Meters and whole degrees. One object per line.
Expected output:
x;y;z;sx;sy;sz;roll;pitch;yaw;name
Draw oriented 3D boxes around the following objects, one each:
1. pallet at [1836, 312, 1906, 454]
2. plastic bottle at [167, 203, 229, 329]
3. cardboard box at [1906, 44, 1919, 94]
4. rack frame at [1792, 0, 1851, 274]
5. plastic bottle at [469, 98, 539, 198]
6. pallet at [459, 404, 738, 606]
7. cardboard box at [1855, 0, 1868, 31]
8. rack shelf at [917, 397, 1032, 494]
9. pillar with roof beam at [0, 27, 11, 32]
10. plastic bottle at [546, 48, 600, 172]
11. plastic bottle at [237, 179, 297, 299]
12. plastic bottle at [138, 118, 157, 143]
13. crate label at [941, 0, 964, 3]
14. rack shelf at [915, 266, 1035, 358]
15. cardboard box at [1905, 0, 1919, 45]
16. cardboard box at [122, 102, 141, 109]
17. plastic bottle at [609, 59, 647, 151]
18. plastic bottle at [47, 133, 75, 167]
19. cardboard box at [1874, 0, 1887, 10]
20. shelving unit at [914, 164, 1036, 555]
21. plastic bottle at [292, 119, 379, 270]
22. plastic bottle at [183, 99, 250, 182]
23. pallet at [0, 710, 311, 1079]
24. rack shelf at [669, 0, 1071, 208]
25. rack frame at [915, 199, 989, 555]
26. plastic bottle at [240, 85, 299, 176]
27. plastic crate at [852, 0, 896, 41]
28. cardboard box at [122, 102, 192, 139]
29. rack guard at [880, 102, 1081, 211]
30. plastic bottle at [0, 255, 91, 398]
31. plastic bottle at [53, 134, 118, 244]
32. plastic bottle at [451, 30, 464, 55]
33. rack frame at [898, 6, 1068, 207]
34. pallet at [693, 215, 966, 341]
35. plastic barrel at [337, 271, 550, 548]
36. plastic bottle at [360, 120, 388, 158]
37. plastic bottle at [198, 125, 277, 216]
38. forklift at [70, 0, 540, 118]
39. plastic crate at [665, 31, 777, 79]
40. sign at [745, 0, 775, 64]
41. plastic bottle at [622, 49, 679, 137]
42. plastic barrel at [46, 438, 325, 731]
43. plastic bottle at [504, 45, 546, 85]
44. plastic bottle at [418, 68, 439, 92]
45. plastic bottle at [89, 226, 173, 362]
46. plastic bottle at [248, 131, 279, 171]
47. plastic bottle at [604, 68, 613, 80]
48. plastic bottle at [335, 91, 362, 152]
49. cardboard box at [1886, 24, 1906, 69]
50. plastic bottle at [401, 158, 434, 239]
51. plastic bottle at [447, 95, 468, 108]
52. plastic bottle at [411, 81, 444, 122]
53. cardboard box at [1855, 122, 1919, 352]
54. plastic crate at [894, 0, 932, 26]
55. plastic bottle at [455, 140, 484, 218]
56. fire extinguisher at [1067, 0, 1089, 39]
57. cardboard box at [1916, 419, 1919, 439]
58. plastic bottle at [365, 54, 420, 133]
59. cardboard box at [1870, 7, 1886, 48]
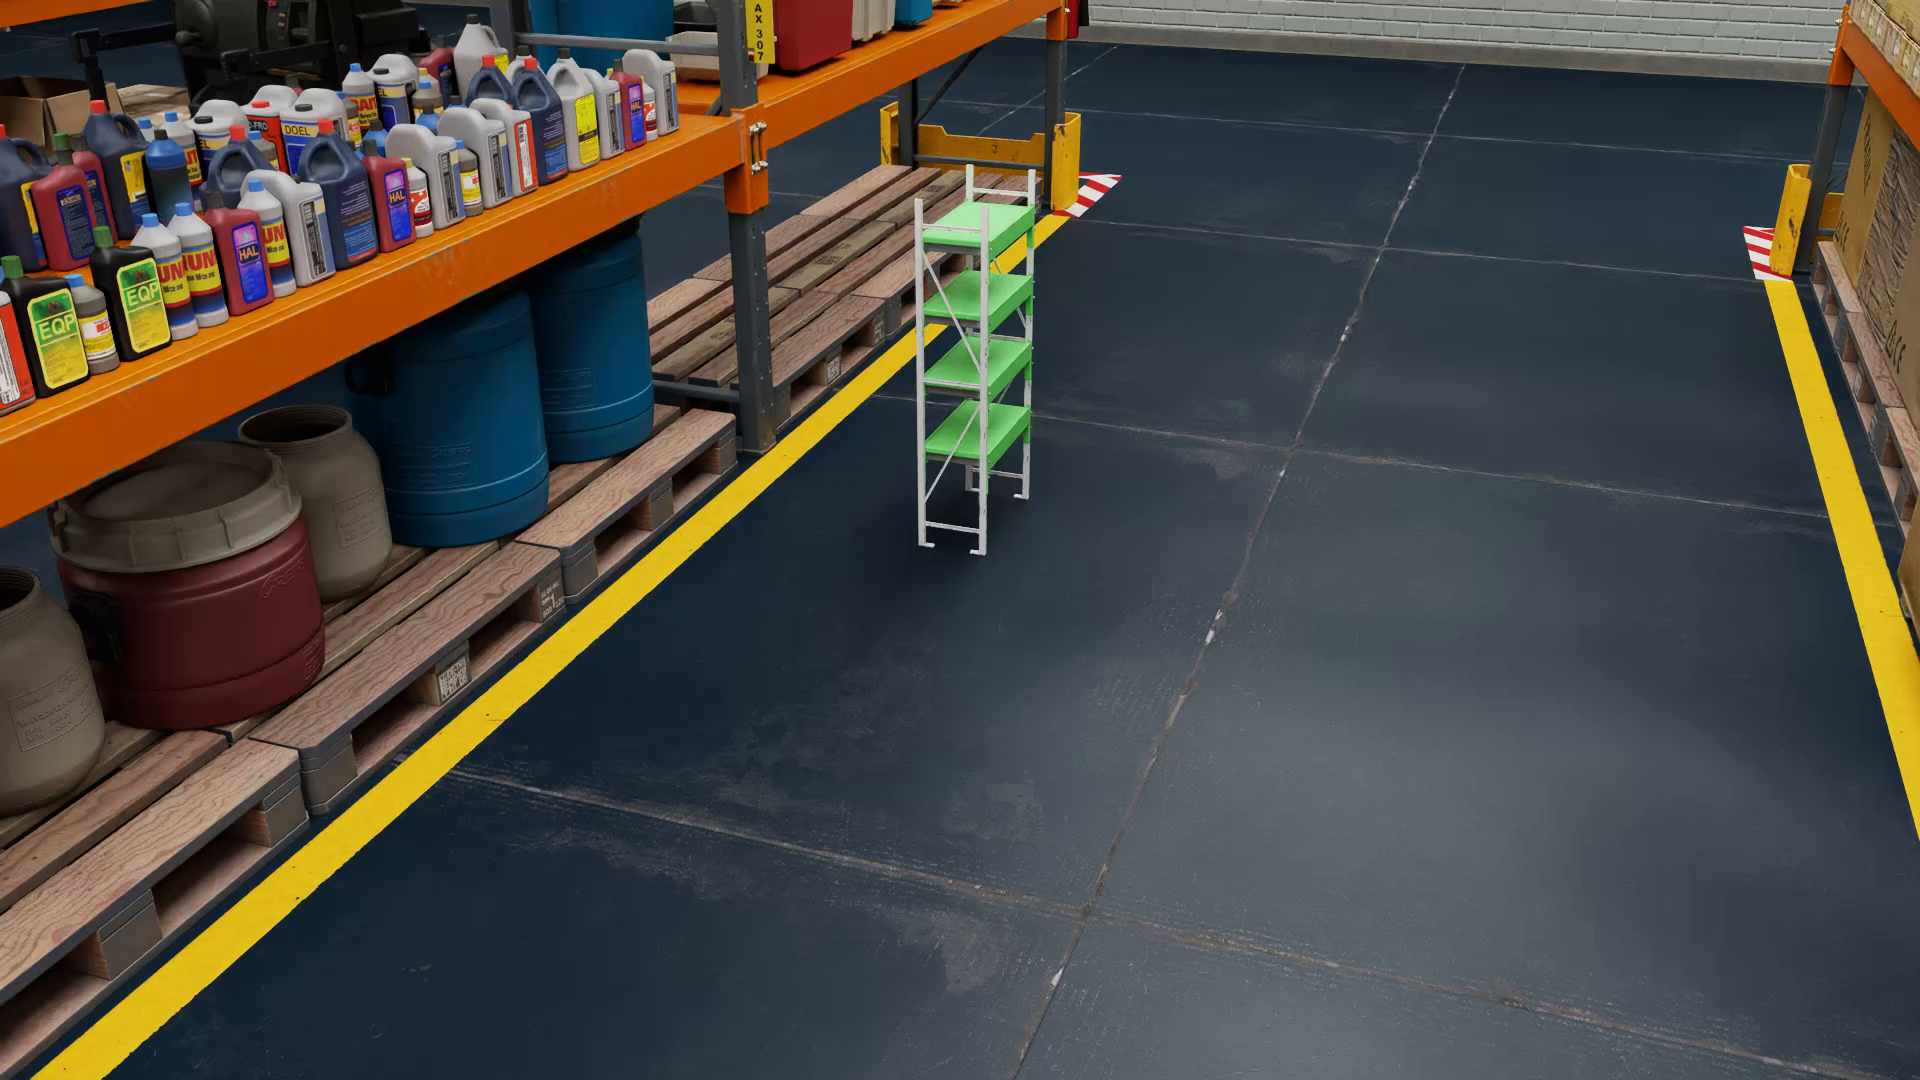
4.192;-0.598;6.744;1.003;0.211;1.213;9;27;17;pallet
-1.720;-0.620;3.737;0.097;0.271;0.097;0;26;0;plastic bottle
3.766;-1.742;6.193;0.380;0.149;0.250;9;27;18;cardboard box
4.792;-2.693;7.870;1.000;3.000;0.127;9;27;17;rack frame
-1.326;-1.146;4.816;0.152;0.276;0.135;9;27;17;plastic bottle
-1.506;-0.201;5.924;1.003;0.211;1.213;9;27;17;pallet
4.279;-2.376;7.504;0.380;0.149;0.250;8;27;17;cardboard box
0.055;-0.335;5.761;0.258;0.148;0.480;9;27;17;rack shelf
-5.079;-8.159;12.275;9.100;9.000;0.400;9;27;17;pillar with roof beam
-1.207;-1.320;5.091;0.144;0.351;0.185;9;27;17;plastic bottle
-1.643;-0.715;3.933;0.097;0.271;0.097;0;26;0;plastic bottle
-2.205;-1.015;4.552;0.097;0.271;0.097;0;26;0;plastic bottle
-0.159;-2.723;8.166;0.396;0.136;0.243;9;27;17;crate label
0.055;-0.767;5.552;0.258;0.148;0.480;9;27;17;rack shelf
3.872;-1.966;6.199;0.500;0.250;0.500;8;27;16;cardboard box
-5.330;-2.498;10.118;0.500;0.250;0.500;9;27;17;cardboard box
-1.070;-1.405;5.343;0.061;0.283;0.133;9;27;17;plastic bottle
-2.322;-0.900;4.300;0.061;0.283;0.133;9;27;17;plastic bottle
4.211;-2.387;7.068;0.500;0.250;0.500;8;27;17;cardboard box
0.055;-0.608;5.629;0.258;1.200;0.503;9;27;17;shelving unit
-1.574;-0.868;4.156;0.144;0.351;0.185;9;27;17;plastic bottle
-2.108;-1.101;4.724;0.152;0.276;0.135;9;27;17;plastic bottle
-2.318;0.801;3.853;1.003;0.211;1.213;9;27;17;pallet
-0.544;-2.266;7.813;1.077;0.370;4.000;9;27;17;rack shelf
-0.026;-0.508;5.422;0.240;1.200;0.015;9;27;17;rack frame
-2.031;-1.196;4.921;0.152;0.276;0.135;9;27;17;plastic bottle
-0.528;-2.342;7.212;0.437;0.282;0.530;9;27;17;plastic crate
-4.842;-2.446;10.011;0.500;0.250;0.500;9;27;17;cardboard box
0.117;-2.298;9.923;1.175;0.500;0.348;9;27;17;rack guard
-1.851;-0.441;3.352;0.061;0.283;0.133;9;27;17;plastic bottle
-2.265;-0.891;4.282;0.061;0.283;0.133;9;27;17;plastic bottle
-1.734;-1.626;5.801;0.061;0.283;0.133;9;27;17;plastic bottle
0.121;-3.411;9.354;1.000;3.000;0.127;9;27;17;rack frame
-0.597;-1.323;8.241;1.003;0.211;1.213;9;27;17;pallet
-1.643;-0.500;5.267;0.600;0.901;0.708;9;27;17;plastic barrel
-1.571;-1.003;4.528;0.097;0.271;0.097;0;26;0;plastic bottle
-1.762;-0.834;4.088;0.144;0.351;0.185;9;27;17;plastic bottle
-3.209;-2.273;7.081;1.130;2.935;3.031;15;30;28;forklift
-0.920;-1.846;6.355;0.396;0.136;0.243;9;27;17;plastic crate
-0.692;-1.812;5.732;0.100;0.325;0.005;9;27;17;sign
-1.036;-1.503;5.554;0.152;0.276;0.135;9;27;17;plastic bottle
-2.018;0.105;4.376;0.600;0.588;0.708;9;27;17;plastic barrel
-1.343;-1.341;5.134;0.144;0.351;0.185;9;27;17;plastic bottle
-1.800;-1.484;5.602;0.097;0.201;0.097;0;26;0;plastic bottle
-1.774;-0.536;3.548;0.061;0.283;0.133;9;27;17;plastic bottle
-1.985;-1.057;4.719;0.097;0.201;0.097;0;26;0;plastic bottle
-1.160;-1.480;5.592;0.097;0.201;0.097;0;26;0;plastic bottle
-1.942;-1.309;5.240;0.097;0.201;0.097;0;26;0;plastic bottle
3.937;-1.953;6.630;0.380;0.149;0.250;8;27;17;cardboard box
-1.460;-0.910;4.415;0.097;0.201;0.097;0;26;0;plastic bottle
-1.449;-1.154;4.839;0.097;0.271;0.097;0;26;0;plastic bottle
-1.721;-1.382;5.391;0.097;0.201;0.097;0;26;0;plastic bottle
4.352;-1.277;6.902;0.875;0.875;0.875;9;27;17;cardboard box
-0.320;-2.482;7.557;0.416;0.233;0.300;9;27;17;plastic crate
-1.383;-1.005;4.612;0.097;0.201;0.097;0;26;0;plastic bottle
0.600;-3.205;9.444;0.296;0.674;0.183;9;27;17;fire extinguisher
3.756;-0.542;5.383;0.875;0.875;0.875;9;27;17;cardboard box
-1.845;-1.426;5.396;0.152;0.276;0.135;9;27;17;plastic bottle
4.108;-2.164;7.065;0.380;0.149;0.250;8;27;17;cardboard box
